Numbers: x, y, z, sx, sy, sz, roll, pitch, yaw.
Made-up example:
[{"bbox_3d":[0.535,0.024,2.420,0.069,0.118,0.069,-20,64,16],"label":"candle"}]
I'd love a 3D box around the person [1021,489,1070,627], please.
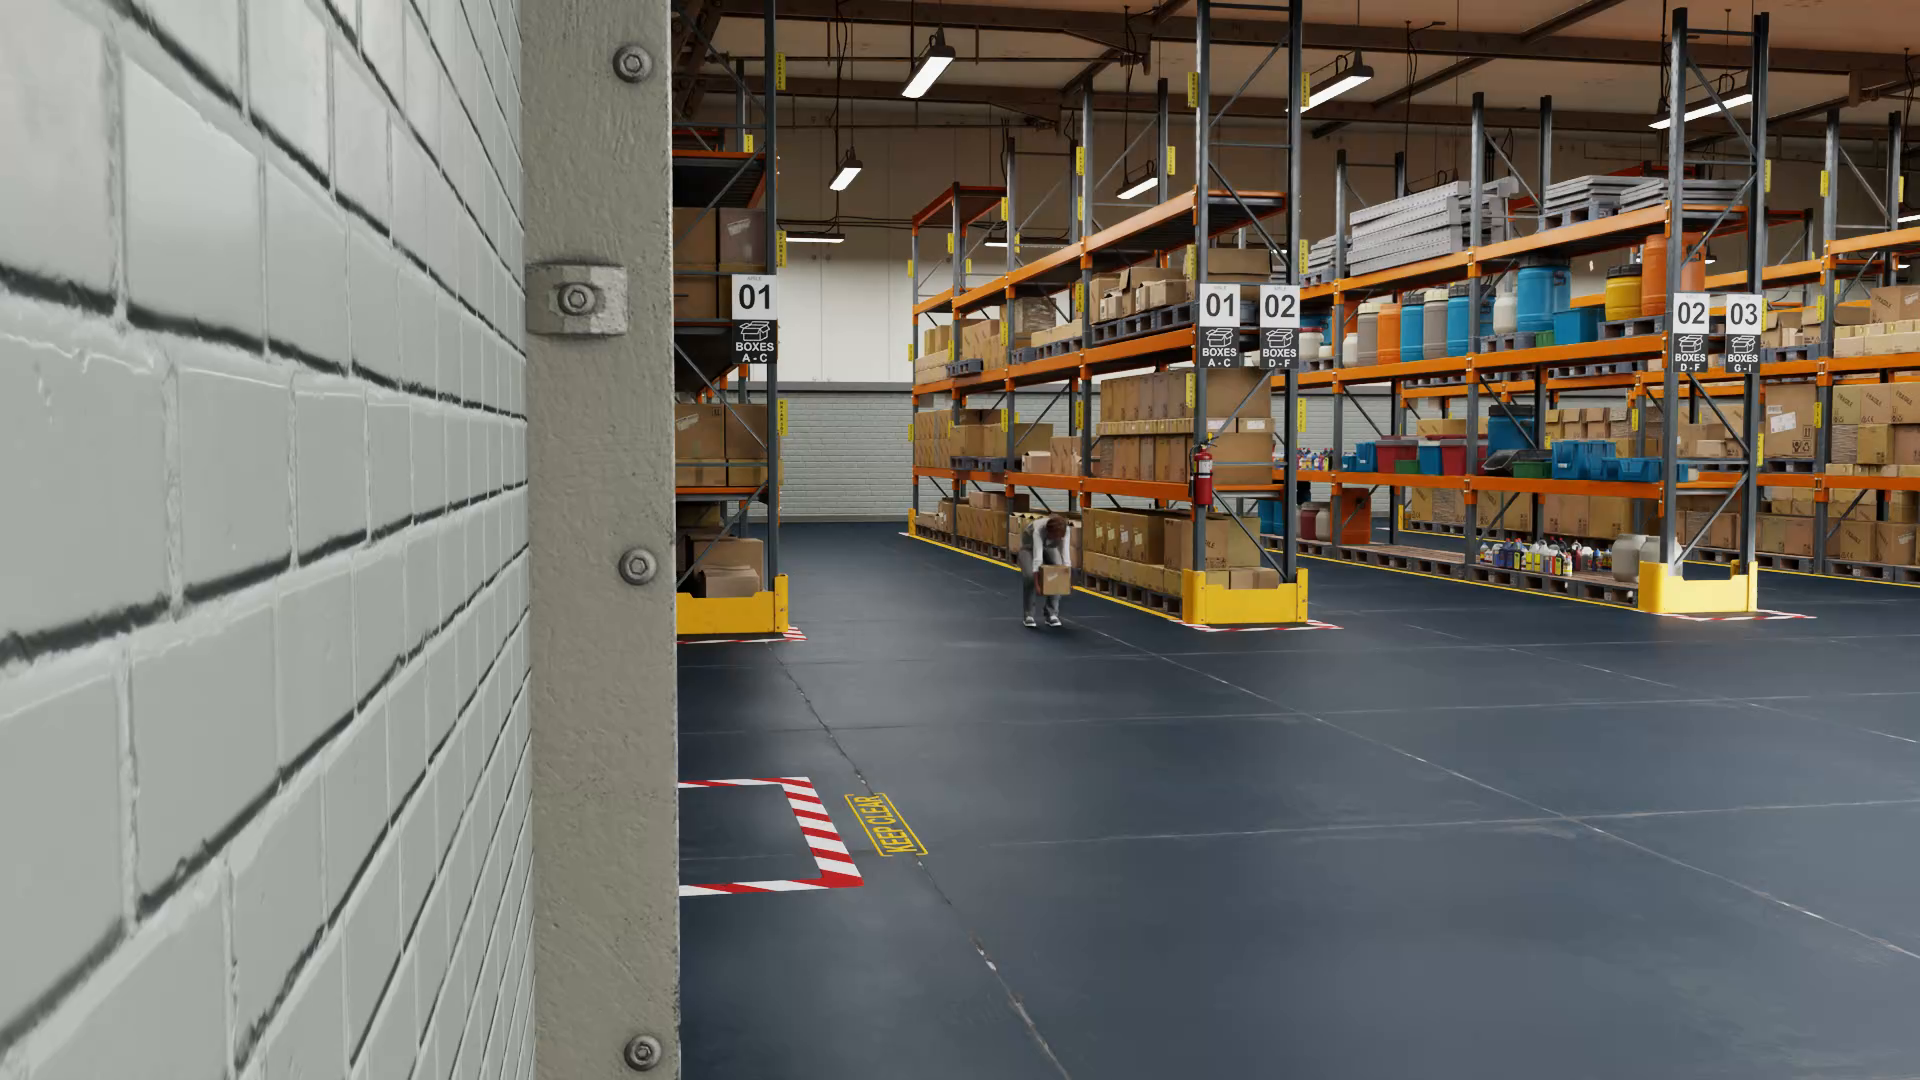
[{"bbox_3d":[0.793,0.176,15.315,0.386,1.278,0.780,-1,3,-13],"label":"person"}]
